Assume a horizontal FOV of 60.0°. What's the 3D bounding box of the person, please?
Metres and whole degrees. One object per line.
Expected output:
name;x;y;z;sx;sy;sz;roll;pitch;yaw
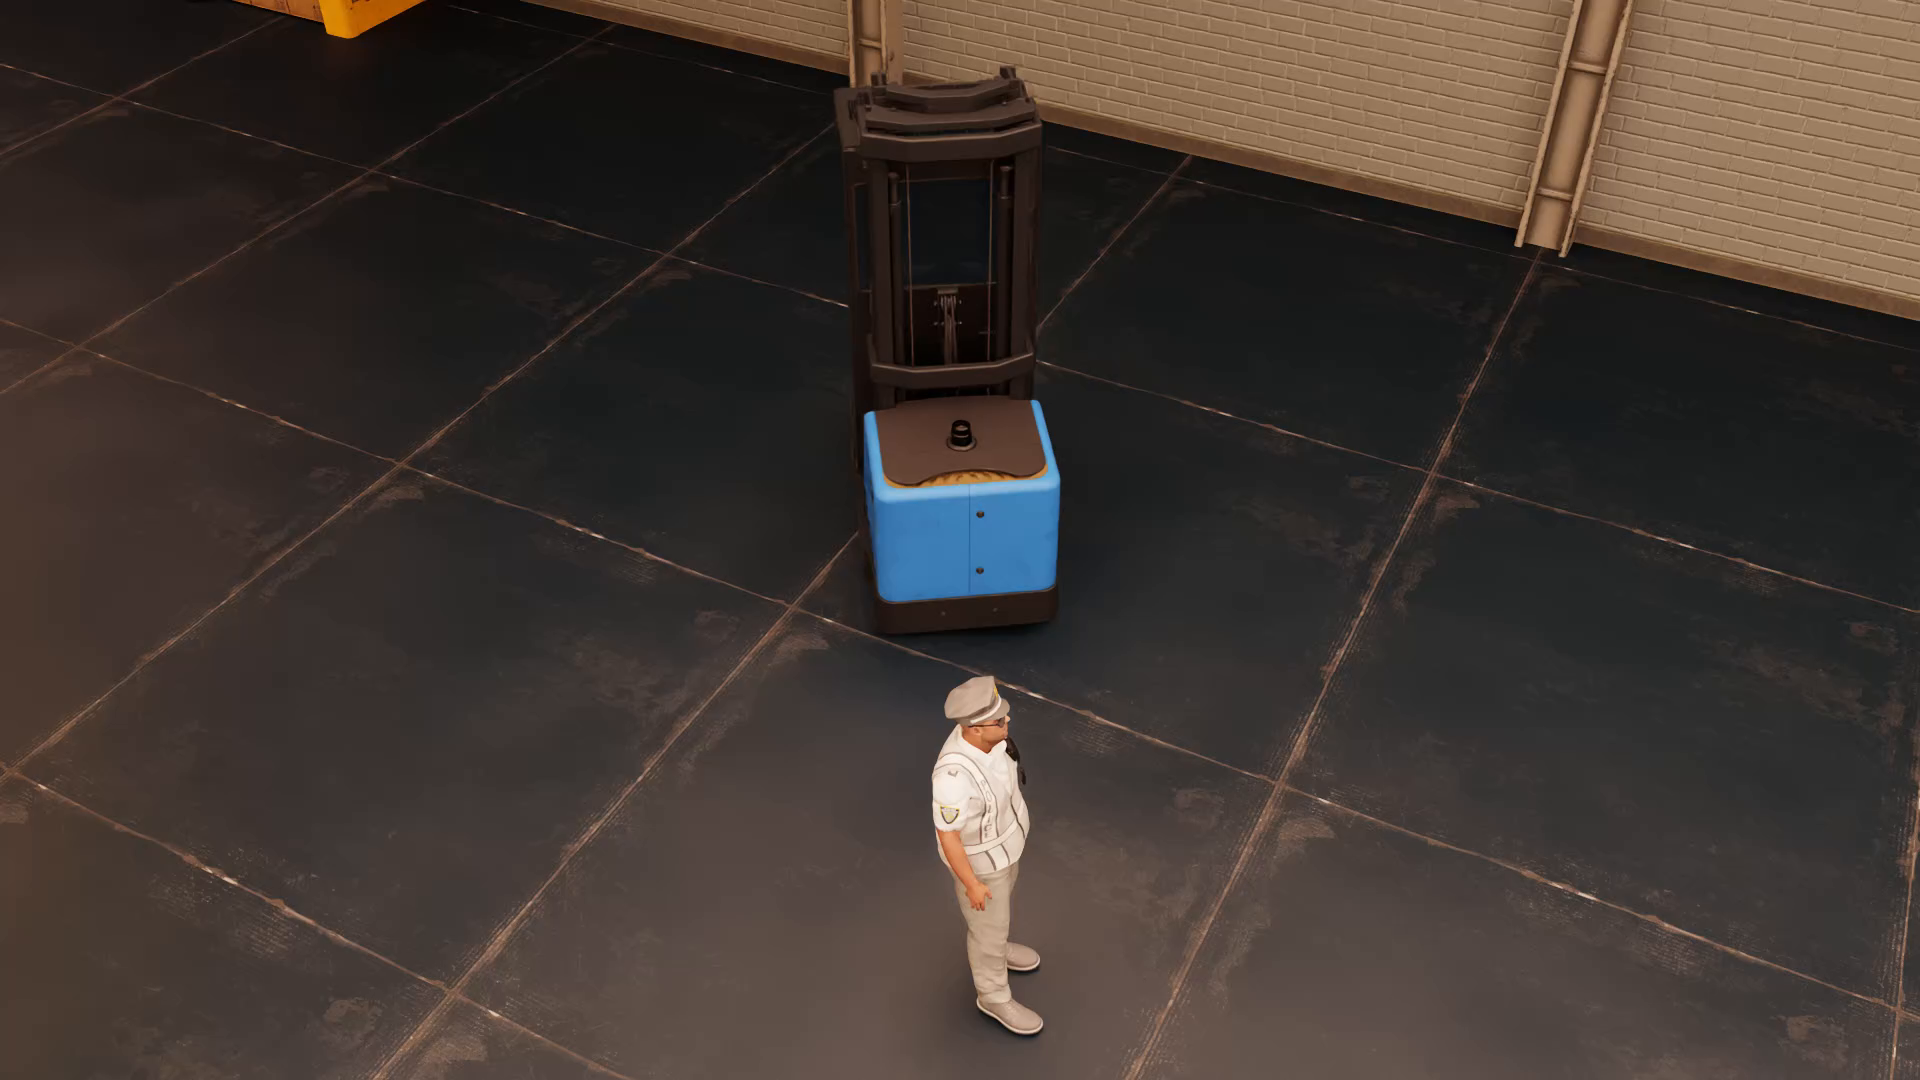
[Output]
person;0.185;1.337;7.279;0.575;1.781;0.642;12;42;14

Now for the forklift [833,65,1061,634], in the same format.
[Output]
forklift;-0.129;-1.527;9.800;1.130;2.935;3.031;-4;40;-5
